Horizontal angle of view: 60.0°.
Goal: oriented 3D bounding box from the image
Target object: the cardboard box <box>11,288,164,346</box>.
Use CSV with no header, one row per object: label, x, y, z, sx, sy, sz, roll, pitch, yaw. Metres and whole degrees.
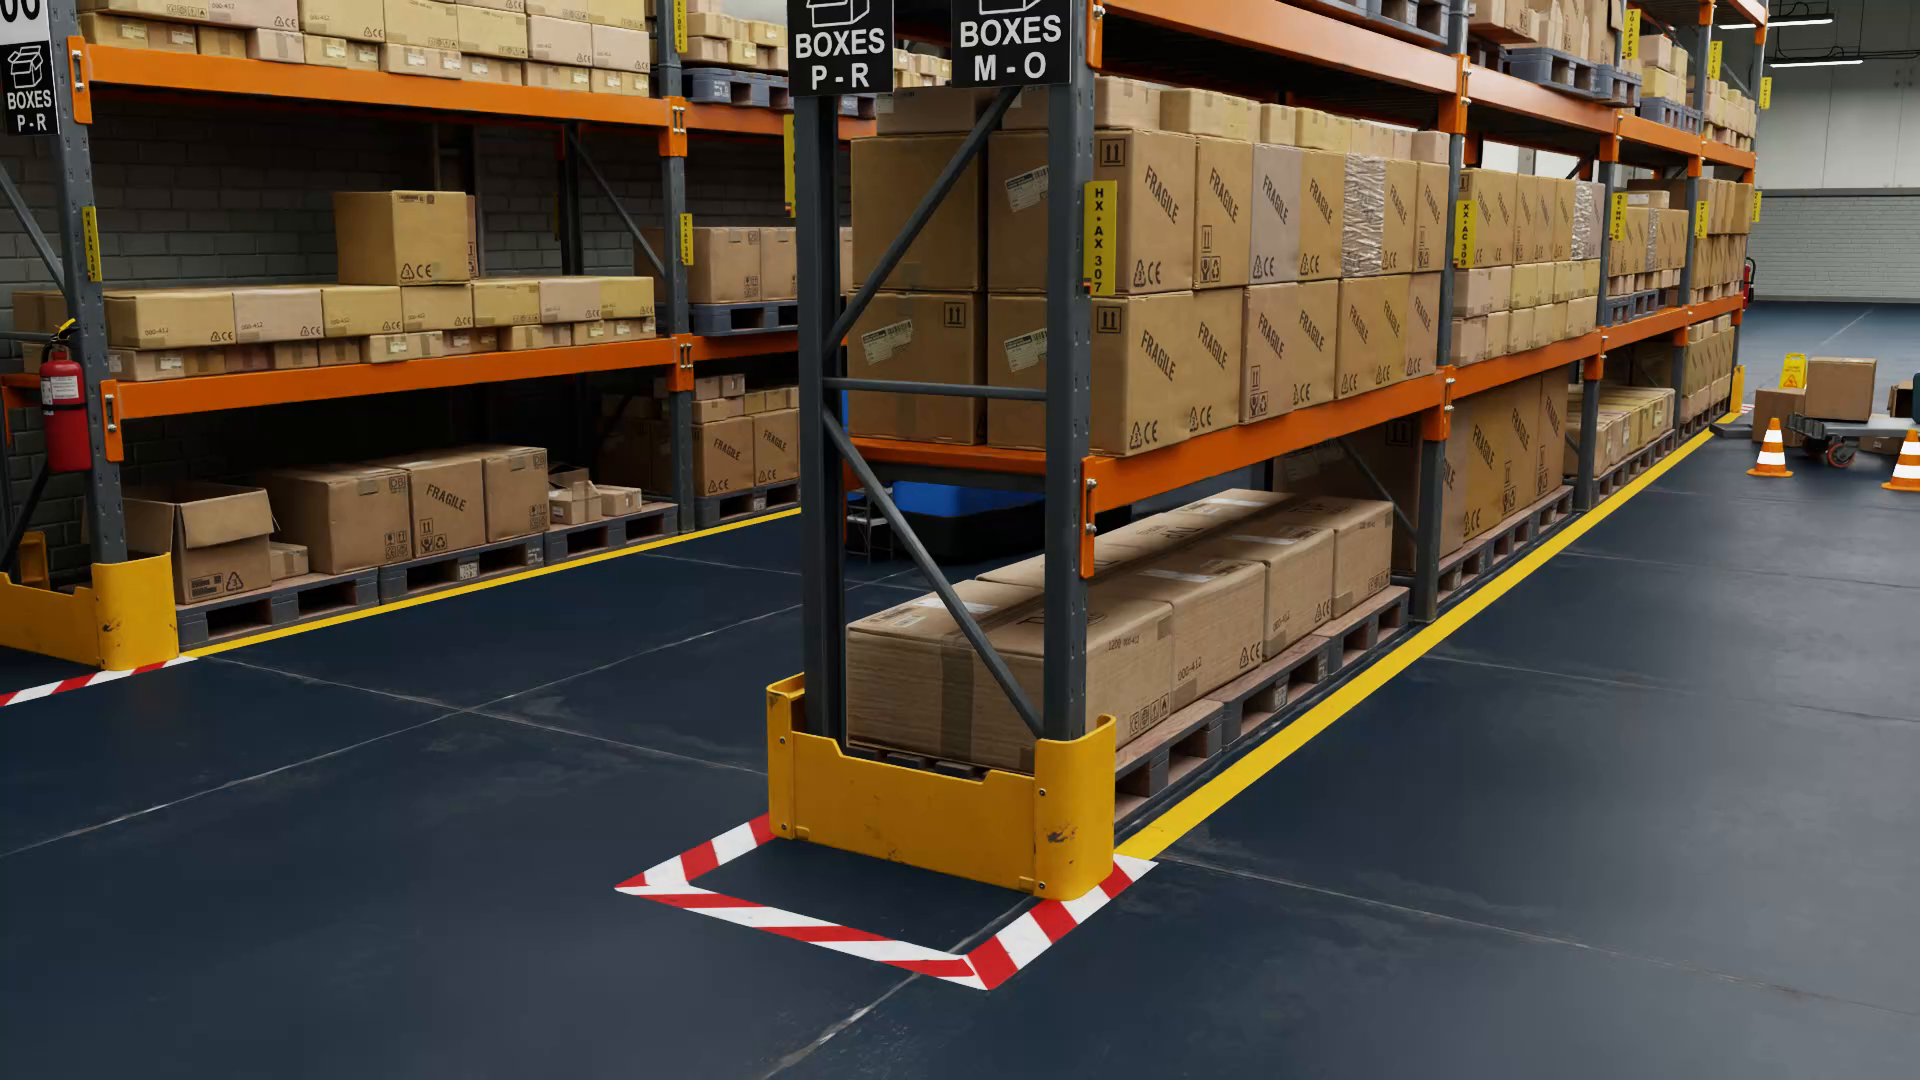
cardboard box,-4.299,-1.107,8.229,0.500,0.250,0.500,7,13,32

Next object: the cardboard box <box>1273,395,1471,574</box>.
cardboard box,2.264,-0.359,9.270,0.875,0.875,0.875,7,13,32

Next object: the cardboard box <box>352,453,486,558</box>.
cardboard box,-3.075,-0.206,9.469,0.500,0.500,0.500,7,12,32

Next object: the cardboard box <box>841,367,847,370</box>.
cardboard box,-0.916,-1.353,13.835,0.380,0.149,0.250,7,12,31

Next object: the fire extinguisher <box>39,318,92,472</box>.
fire extinguisher,-3.992,-0.648,7.403,0.296,0.674,0.183,6,12,31

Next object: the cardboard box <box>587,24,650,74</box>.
cardboard box,-2.271,-3.013,10.258,0.500,0.250,0.500,6,12,31

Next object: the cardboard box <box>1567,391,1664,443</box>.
cardboard box,5.523,-1.069,14.427,0.950,0.372,0.625,7,13,34

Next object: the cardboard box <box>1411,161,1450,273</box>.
cardboard box,2.001,-1.532,7.913,0.500,0.500,0.500,6,12,30

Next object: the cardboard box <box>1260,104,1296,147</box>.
cardboard box,1.040,-1.555,6.269,0.380,0.149,0.250,7,12,31

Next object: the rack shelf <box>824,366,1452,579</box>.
rack shelf,0.972,-0.424,6.937,1.077,0.370,4.000,6,12,31

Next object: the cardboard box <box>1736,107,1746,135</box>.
cardboard box,7.677,-4.259,16.915,0.500,0.250,0.500,7,13,32

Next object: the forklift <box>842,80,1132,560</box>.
forklift,0.513,-1.539,11.125,1.130,2.935,3.031,9,14,39

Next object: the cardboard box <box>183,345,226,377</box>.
cardboard box,-3.813,-0.883,8.117,0.380,0.149,0.250,7,13,32

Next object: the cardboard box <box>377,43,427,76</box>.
cardboard box,-3.068,-2.547,8.855,0.380,0.149,0.250,6,12,31

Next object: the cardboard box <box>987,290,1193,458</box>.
cardboard box,0.428,-0.560,5.438,0.500,0.500,0.500,6,12,30

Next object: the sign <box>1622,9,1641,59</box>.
sign,4.557,-3.434,11.291,0.100,0.325,0.005,6,12,31

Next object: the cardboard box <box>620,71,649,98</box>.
cardboard box,-2.168,-2.832,10.376,0.380,0.149,0.250,6,12,30

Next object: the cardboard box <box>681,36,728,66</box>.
cardboard box,-1.739,-3.181,10.828,0.380,0.149,0.250,7,12,32

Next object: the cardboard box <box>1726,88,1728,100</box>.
cardboard box,7.235,-4.322,16.166,0.380,0.149,0.250,6,12,30

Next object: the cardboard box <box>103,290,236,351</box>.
cardboard box,-3.845,-1.055,7.951,0.500,0.250,0.500,6,12,31

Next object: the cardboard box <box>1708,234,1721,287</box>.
cardboard box,7.143,-2.747,16.311,0.500,0.500,0.500,6,12,30

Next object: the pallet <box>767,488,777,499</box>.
pallet,-1.212,-0.519,13.069,1.003,0.211,1.213,6,12,31

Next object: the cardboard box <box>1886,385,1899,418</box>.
cardboard box,9.492,-1.234,16.094,0.797,0.503,0.637,-2,11,-9

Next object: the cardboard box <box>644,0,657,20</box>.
cardboard box,-2.134,-3.577,11.007,0.396,0.266,0.258,6,12,30

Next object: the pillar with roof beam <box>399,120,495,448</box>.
pillar with roof beam,0.313,-4.080,8.207,9.100,9.000,0.400,6,12,31

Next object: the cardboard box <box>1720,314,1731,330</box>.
cardboard box,7.914,-2.307,17.569,0.380,0.149,0.250,7,13,32

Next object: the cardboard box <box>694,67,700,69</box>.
cardboard box,-1.899,-3.311,11.519,0.380,0.149,0.250,6,12,29

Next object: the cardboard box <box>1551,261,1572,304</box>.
cardboard box,3.541,-1.629,10.470,0.500,0.250,0.500,6,12,29

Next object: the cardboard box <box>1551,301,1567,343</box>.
cardboard box,3.519,-1.384,10.516,0.500,0.250,0.500,6,12,30

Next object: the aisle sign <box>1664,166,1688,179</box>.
aisle sign,8.007,-4.297,18.603,0.394,0.787,0.004,6,12,31

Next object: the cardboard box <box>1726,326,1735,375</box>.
cardboard box,8.047,-2.052,17.971,0.500,0.500,0.500,6,12,31

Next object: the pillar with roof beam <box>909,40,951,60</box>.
pillar with roof beam,3.428,-5.024,13.248,9.100,9.000,0.400,6,12,31

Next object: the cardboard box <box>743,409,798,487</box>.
cardboard box,-1.523,-0.683,12.016,0.500,0.500,0.500,6,12,30

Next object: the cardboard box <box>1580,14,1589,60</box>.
cardboard box,3.671,-3.086,10.274,0.396,0.266,0.258,6,12,29

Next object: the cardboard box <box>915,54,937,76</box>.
cardboard box,-0.405,-3.778,13.259,0.380,0.149,0.250,6,12,29

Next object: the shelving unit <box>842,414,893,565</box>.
shelving unit,-0.568,-0.318,10.121,0.258,0.900,0.210,9,14,39

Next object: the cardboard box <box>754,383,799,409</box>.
cardboard box,-1.327,-1.066,12.300,0.380,0.149,0.250,6,12,31

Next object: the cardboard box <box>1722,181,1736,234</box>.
cardboard box,7.145,-3.240,16.228,0.700,0.500,0.500,6,12,29

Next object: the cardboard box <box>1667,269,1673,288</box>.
cardboard box,5.877,-2.242,14.236,0.380,0.149,0.250,6,12,30

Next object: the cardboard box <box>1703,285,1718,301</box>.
cardboard box,7.273,-2.446,16.466,0.380,0.149,0.250,6,12,31

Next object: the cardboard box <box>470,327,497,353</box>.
cardboard box,-2.912,-1.170,9.652,0.380,0.149,0.250,7,12,32

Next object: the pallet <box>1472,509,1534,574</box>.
pallet,2.979,-0.043,10.523,1.003,0.211,1.213,6,12,31

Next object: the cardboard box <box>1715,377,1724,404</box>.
cardboard box,7.775,-1.601,17.599,0.500,0.250,0.500,6,12,31

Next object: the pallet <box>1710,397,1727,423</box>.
pallet,7.749,-1.472,18.160,1.003,0.211,1.213,6,12,31

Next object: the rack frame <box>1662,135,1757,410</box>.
rack frame,8.240,-2.979,18.632,1.000,3.000,0.127,6,12,31

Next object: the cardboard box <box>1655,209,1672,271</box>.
cardboard box,5.590,-2.499,13.844,0.500,0.500,0.500,7,13,33

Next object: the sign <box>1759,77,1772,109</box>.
sign,8.704,-4.833,17.975,0.100,0.325,0.005,6,12,31

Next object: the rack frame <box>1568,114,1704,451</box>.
rack frame,6.164,-2.350,15.272,1.000,3.000,0.127,6,12,31

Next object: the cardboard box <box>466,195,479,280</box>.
cardboard box,-3.235,-1.798,9.883,0.500,0.500,0.500,6,12,29

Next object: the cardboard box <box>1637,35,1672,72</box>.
cardboard box,5.461,-3.937,13.505,0.500,0.250,0.500,7,12,32

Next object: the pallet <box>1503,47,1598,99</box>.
pallet,3.220,-2.820,10.144,1.003,0.211,1.213,7,13,33

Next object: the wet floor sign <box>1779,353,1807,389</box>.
wet floor sign,9.253,-1.750,18.462,0.232,0.644,0.267,-8,13,-38

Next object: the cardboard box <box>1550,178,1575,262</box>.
cardboard box,3.519,-1.997,10.393,0.500,0.500,0.500,6,12,31

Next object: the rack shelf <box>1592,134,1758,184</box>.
rack shelf,7.202,-3.786,16.742,1.077,0.370,4.000,6,12,31

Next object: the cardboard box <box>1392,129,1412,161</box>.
cardboard box,1.892,-1.842,7.803,0.380,0.149,0.250,7,13,32

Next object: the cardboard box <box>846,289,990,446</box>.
cardboard box,-0.042,-0.613,5.722,0.500,0.500,0.500,6,12,31
